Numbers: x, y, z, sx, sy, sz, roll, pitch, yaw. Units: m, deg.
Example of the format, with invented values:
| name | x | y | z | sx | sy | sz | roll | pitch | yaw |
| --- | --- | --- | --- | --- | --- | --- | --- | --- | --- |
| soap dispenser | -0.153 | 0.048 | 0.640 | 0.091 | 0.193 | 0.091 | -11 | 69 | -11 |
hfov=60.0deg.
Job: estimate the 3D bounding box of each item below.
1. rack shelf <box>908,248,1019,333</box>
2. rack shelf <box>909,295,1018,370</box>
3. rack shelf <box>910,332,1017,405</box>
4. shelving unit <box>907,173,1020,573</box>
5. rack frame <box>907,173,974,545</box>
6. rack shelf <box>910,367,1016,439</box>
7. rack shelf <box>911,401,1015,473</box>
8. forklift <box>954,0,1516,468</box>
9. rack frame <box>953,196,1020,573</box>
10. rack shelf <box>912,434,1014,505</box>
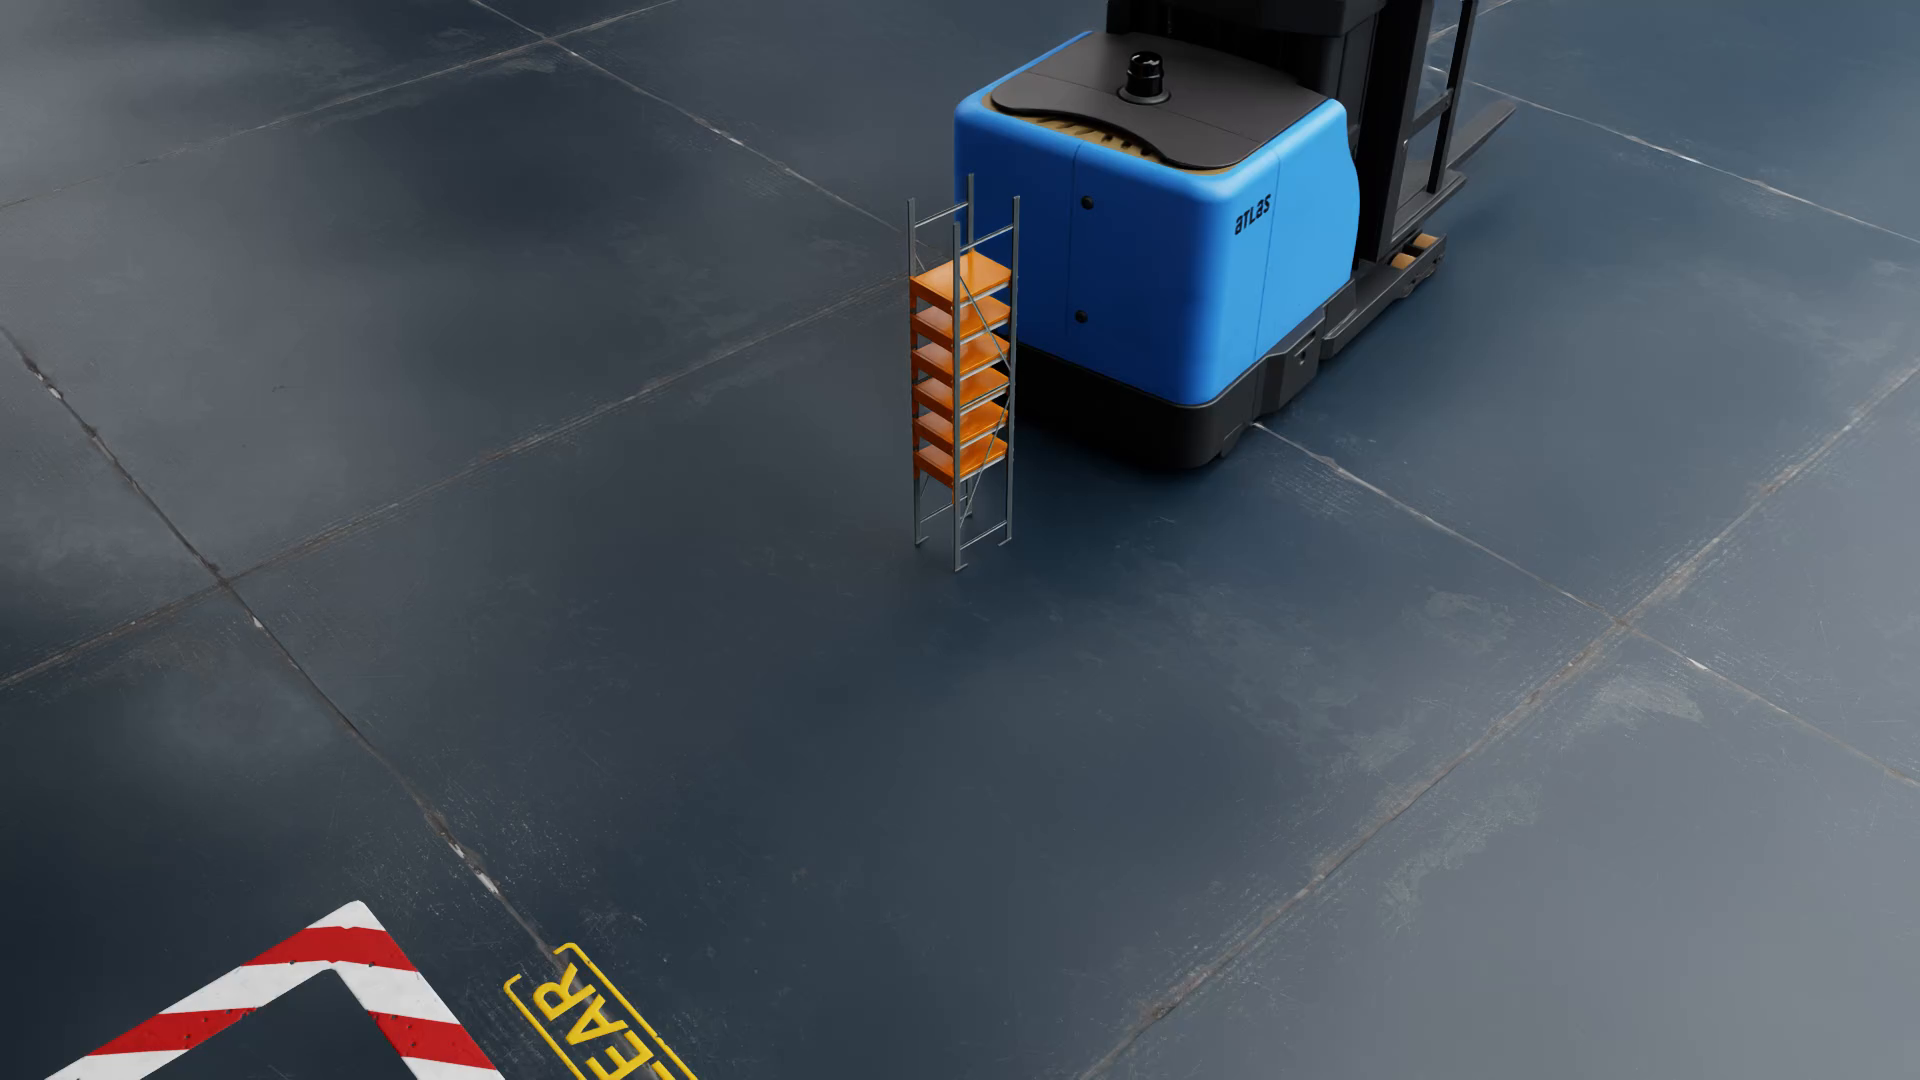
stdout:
| name | x | y | z | sx | sy | sz | roll | pitch | yaw |
| --- | --- | --- | --- | --- | --- | --- | --- | --- | --- |
| rack shelf | 0.010 | -0.706 | 4.687 | 0.258 | 0.103 | 0.180 | -30 | 48 | -32 |
| rack shelf | 0.010 | -0.612 | 4.763 | 0.258 | 0.103 | 0.180 | -30 | 48 | -32 |
| rack shelf | 0.010 | -0.519 | 4.838 | 0.258 | 0.103 | 0.180 | -30 | 48 | -32 |
| shelving unit | 0.010 | -0.460 | 4.886 | 0.258 | 1.200 | 0.189 | -30 | 48 | -32 |
| rack frame | -0.052 | -0.502 | 4.938 | 0.240 | 1.200 | 0.006 | -30 | 48 | -32 |
| rack shelf | 0.010 | -0.426 | 4.914 | 0.258 | 0.103 | 0.180 | -30 | 48 | -32 |
| rack shelf | 0.010 | -0.332 | 4.989 | 0.258 | 0.103 | 0.180 | -30 | 48 | -32 |
| forklift | 1.256 | -2.248 | 5.721 | 1.130 | 2.935 | 3.031 | 25 | 45 | 28 |
| rack frame | 0.072 | -0.418 | 4.833 | 0.240 | 1.200 | 0.006 | -30 | 48 | -32 |
| rack shelf | 0.010 | -0.239 | 5.064 | 0.258 | 0.103 | 0.180 | -30 | 48 | -32 |
